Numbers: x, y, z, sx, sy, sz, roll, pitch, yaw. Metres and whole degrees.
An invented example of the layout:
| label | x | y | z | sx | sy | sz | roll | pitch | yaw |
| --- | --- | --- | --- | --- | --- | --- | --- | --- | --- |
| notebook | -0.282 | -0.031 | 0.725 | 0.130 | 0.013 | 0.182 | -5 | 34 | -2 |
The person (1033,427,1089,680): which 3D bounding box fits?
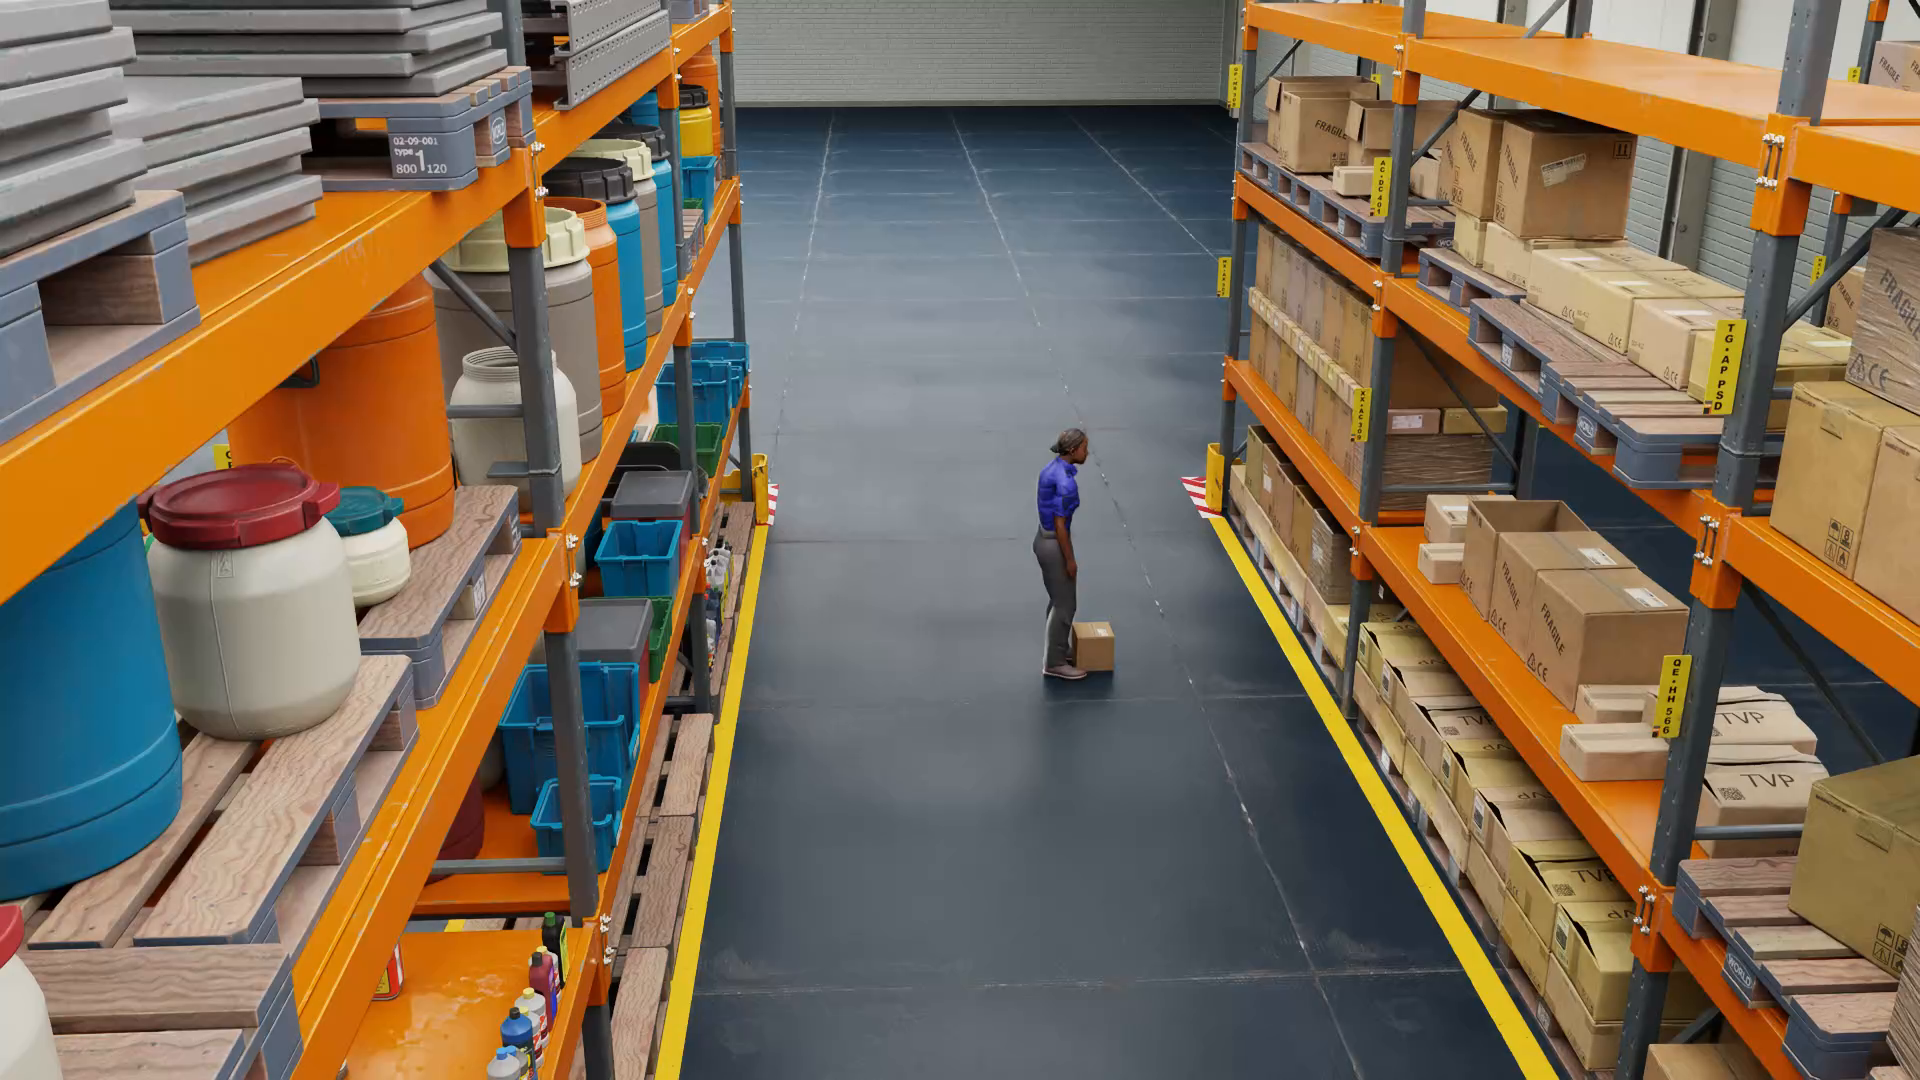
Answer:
| label | x | y | z | sx | sy | sz | roll | pitch | yaw |
| --- | --- | --- | --- | --- | --- | --- | --- | --- | --- |
| person | 0.683 | 0.065 | 10.911 | 0.393 | 1.655 | 0.523 | -2 | 21 | -5 |
